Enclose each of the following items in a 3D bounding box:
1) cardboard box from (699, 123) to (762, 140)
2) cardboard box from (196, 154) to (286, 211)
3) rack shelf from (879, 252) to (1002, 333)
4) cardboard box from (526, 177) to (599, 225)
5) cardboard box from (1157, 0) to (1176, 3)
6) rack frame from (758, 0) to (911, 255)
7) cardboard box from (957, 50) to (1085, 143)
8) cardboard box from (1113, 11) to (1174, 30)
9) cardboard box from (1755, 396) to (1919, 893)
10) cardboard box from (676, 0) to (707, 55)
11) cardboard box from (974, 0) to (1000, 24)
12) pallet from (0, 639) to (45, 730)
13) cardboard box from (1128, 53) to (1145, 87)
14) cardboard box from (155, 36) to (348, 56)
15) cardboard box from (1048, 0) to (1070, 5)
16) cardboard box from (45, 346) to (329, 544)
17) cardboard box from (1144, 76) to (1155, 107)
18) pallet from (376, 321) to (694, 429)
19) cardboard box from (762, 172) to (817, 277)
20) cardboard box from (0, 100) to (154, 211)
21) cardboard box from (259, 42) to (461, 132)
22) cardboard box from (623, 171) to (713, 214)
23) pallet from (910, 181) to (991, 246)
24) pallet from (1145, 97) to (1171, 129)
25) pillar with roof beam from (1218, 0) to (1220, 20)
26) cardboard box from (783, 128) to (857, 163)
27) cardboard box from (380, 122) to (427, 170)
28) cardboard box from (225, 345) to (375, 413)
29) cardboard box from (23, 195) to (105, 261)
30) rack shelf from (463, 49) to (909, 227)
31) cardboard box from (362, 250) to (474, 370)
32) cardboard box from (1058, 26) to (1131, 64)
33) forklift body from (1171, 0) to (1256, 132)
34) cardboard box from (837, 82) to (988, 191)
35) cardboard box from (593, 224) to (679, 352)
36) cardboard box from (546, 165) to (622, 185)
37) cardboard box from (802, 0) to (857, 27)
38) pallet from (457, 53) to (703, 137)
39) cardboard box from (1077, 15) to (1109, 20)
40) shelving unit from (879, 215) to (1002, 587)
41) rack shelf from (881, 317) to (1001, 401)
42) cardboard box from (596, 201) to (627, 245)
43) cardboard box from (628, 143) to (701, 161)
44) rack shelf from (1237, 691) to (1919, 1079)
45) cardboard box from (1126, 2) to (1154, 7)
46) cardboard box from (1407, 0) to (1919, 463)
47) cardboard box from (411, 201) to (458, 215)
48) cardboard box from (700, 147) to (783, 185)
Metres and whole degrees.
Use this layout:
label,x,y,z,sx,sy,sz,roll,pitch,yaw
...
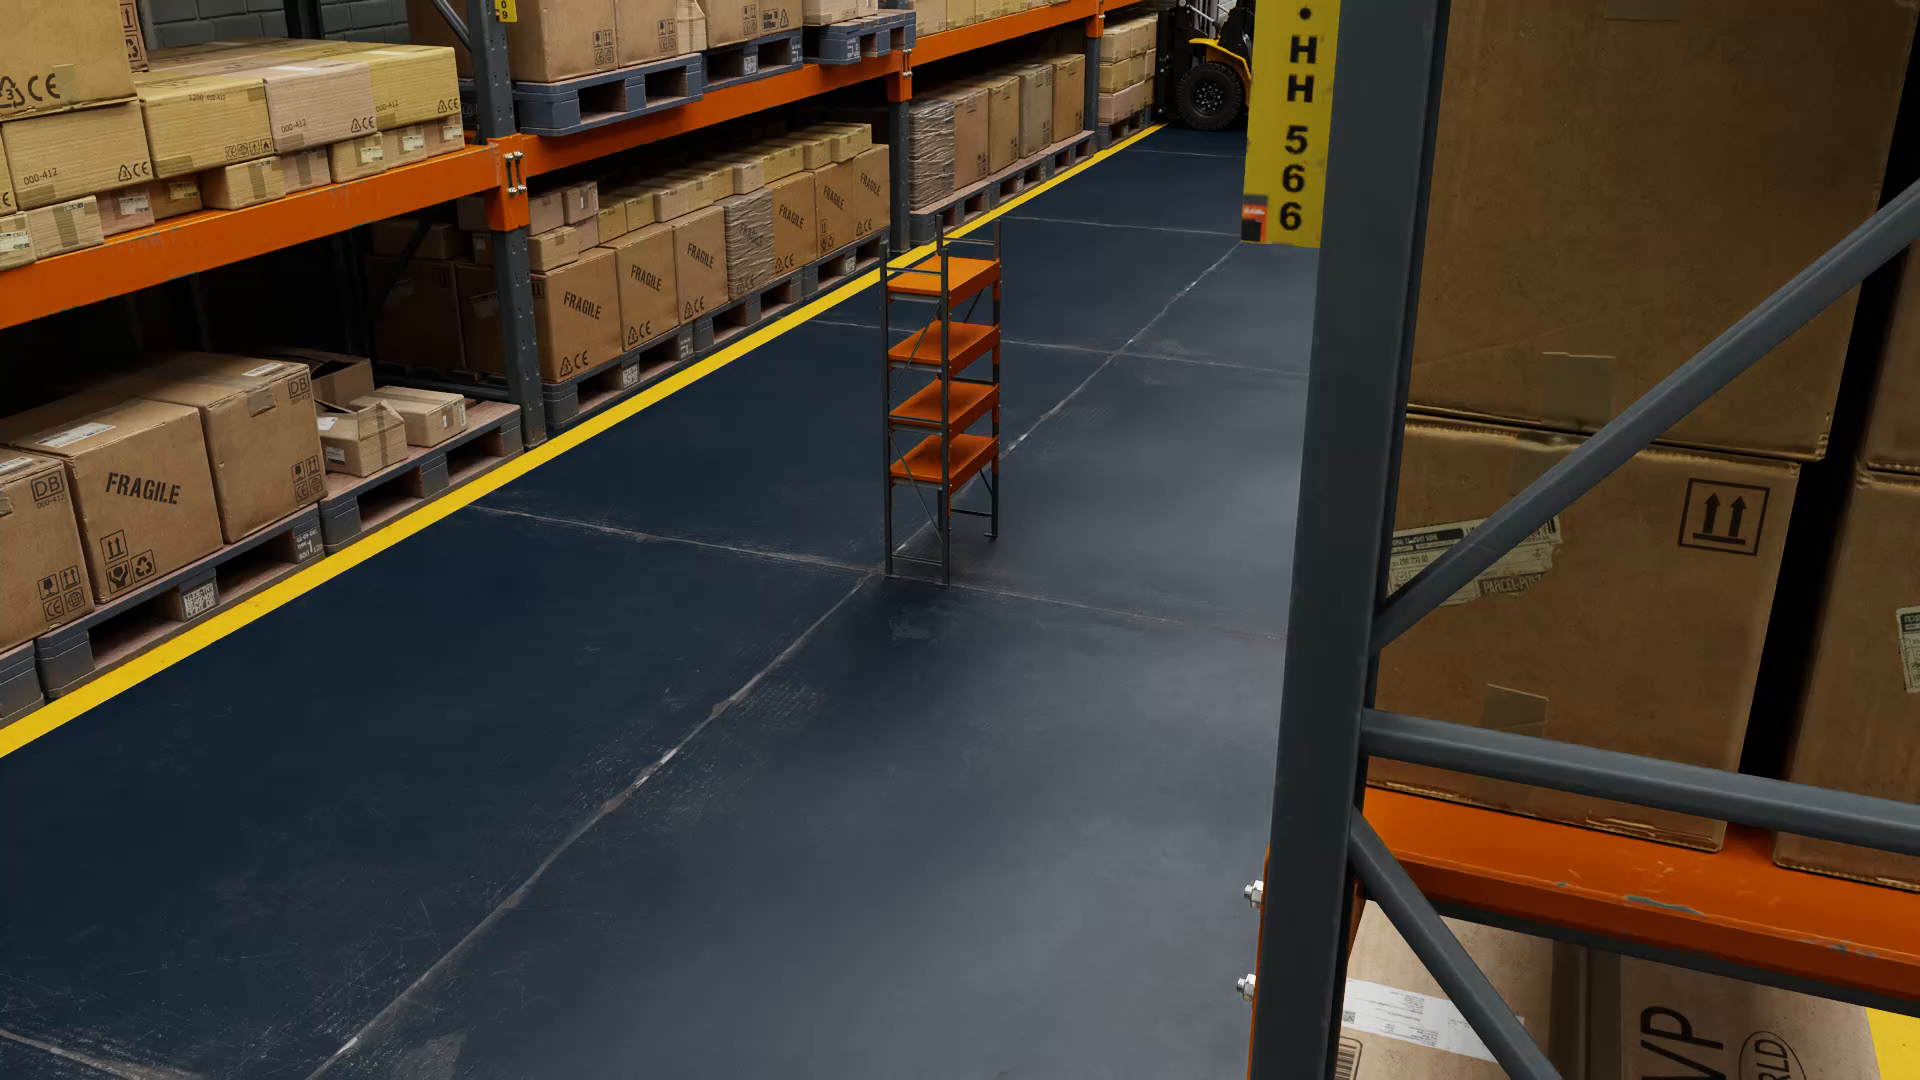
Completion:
label,x,y,z,sx,sy,sz,roll,pitch,yaw
cardboard box,-1.412,-2.401,9.964,0.380,0.149,0.250,10,25,22
cardboard box,-2.517,-1.219,5.603,0.380,0.149,0.250,8,24,19
rack shelf,-0.061,-0.857,5.725,0.258,0.148,0.480,9,24,20
cardboard box,-1.859,-1.531,7.493,0.380,0.149,0.250,8,24,17
cardboard box,2.285,-5.335,16.855,0.500,0.250,0.500,10,25,22
rack frame,-0.806,-3.295,10.246,1.000,3.000,0.127,9,24,20
cardboard box,0.497,-3.636,13.599,0.875,0.625,0.625,10,25,22
cardboard box,1.727,-4.789,15.548,0.500,0.250,0.500,8,24,19
cardboard box,1.278,0.100,1.988,0.500,0.500,0.500,9,24,20
cardboard box,-1.419,-2.438,7.823,0.396,0.266,0.258,10,25,23
cardboard box,-0.038,-3.714,11.445,0.500,0.250,0.500,8,24,18
pallet,-3.454,0.542,4.679,1.003,0.211,1.213,9,24,20
cardboard box,1.332,-4.191,14.767,0.500,0.250,0.500,9,24,20
cardboard box,-2.726,-1.793,6.459,0.500,0.250,0.500,8,24,19
cardboard box,0.554,-4.259,12.748,0.500,0.250,0.500,9,24,20
cardboard box,-2.723,-0.350,5.893,0.700,0.500,0.500,8,24,18
cardboard box,1.518,-4.147,15.309,0.500,0.250,0.500,9,24,21
pallet,-2.024,-0.873,8.067,1.003,0.211,1.213,9,24,20
cardboard box,-1.151,-1.788,9.337,0.500,0.500,0.500,10,25,22
cardboard box,-2.816,-1.172,4.973,0.500,0.250,0.500,8,24,19
cardboard box,-2.254,-1.714,6.271,0.500,0.250,0.500,9,24,21
cardboard box,-1.484,-1.770,8.452,0.380,0.149,0.250,10,25,22
pallet,-0.464,-2.297,11.476,1.003,0.211,1.213,9,24,20
pallet,1.466,-4.156,15.927,1.003,0.211,1.213,9,24,20
pillar with roof beam,7.296,-10.337,19.321,9.100,9.000,0.400,9,24,20
cardboard box,-0.827,-2.319,9.768,0.380,0.149,0.250,7,24,17
cardboard box,-2.252,-1.501,6.278,0.380,0.149,0.250,9,24,21
cardboard box,-2.756,-0.614,6.772,0.500,0.311,0.500,10,25,22
cardboard box,-2.797,-0.946,4.948,0.380,0.149,0.250,9,24,21
rack shelf,-1.549,-2.247,8.672,1.077,0.370,4.000,9,24,20
cardboard box,-2.384,-1.122,7.742,0.500,0.500,0.500,9,24,20
cardboard box,1.151,-4.241,14.237,0.500,0.250,0.500,8,24,19
forklift body,3.155,-4.826,15.014,2.313,2.155,1.214,9,24,20
cardboard box,-0.326,-2.849,11.715,0.875,0.625,0.625,10,25,22
cardboard box,-1.714,-1.237,8.017,0.500,0.500,0.500,8,24,19
cardboard box,-1.981,-1.845,8.633,0.380,0.149,0.250,9,24,21
cardboard box,-0.897,-2.996,9.180,0.500,0.250,0.500,8,24,18
pallet,-1.893,-2.045,7.504,1.003,0.211,1.213,9,24,20
cardboard box,1.058,-4.679,15.286,0.500,0.250,0.500,9,24,20
shelving unit,-0.061,-0.494,5.877,0.258,1.200,0.503,9,24,20
rack shelf,-0.061,-0.639,5.817,0.258,0.148,0.480,9,24,20
cardboard box,-1.795,-1.497,7.799,0.380,0.149,0.250,7,24,17
cardboard box,-1.669,-2.117,9.282,0.380,0.149,0.250,8,24,19
rack shelf,1.576,-0.107,3.547,1.077,0.370,4.000,9,24,20
cardboard box,1.629,-5.220,16.580,0.500,0.250,0.500,9,24,20
cardboard box,0.791,-0.437,1.977,0.500,0.500,0.500,10,25,22
cardboard box,-2.330,-1.471,7.737,0.380,0.149,0.250,9,24,20
cardboard box,-1.198,-2.054,9.133,0.380,0.149,0.250,8,24,19
